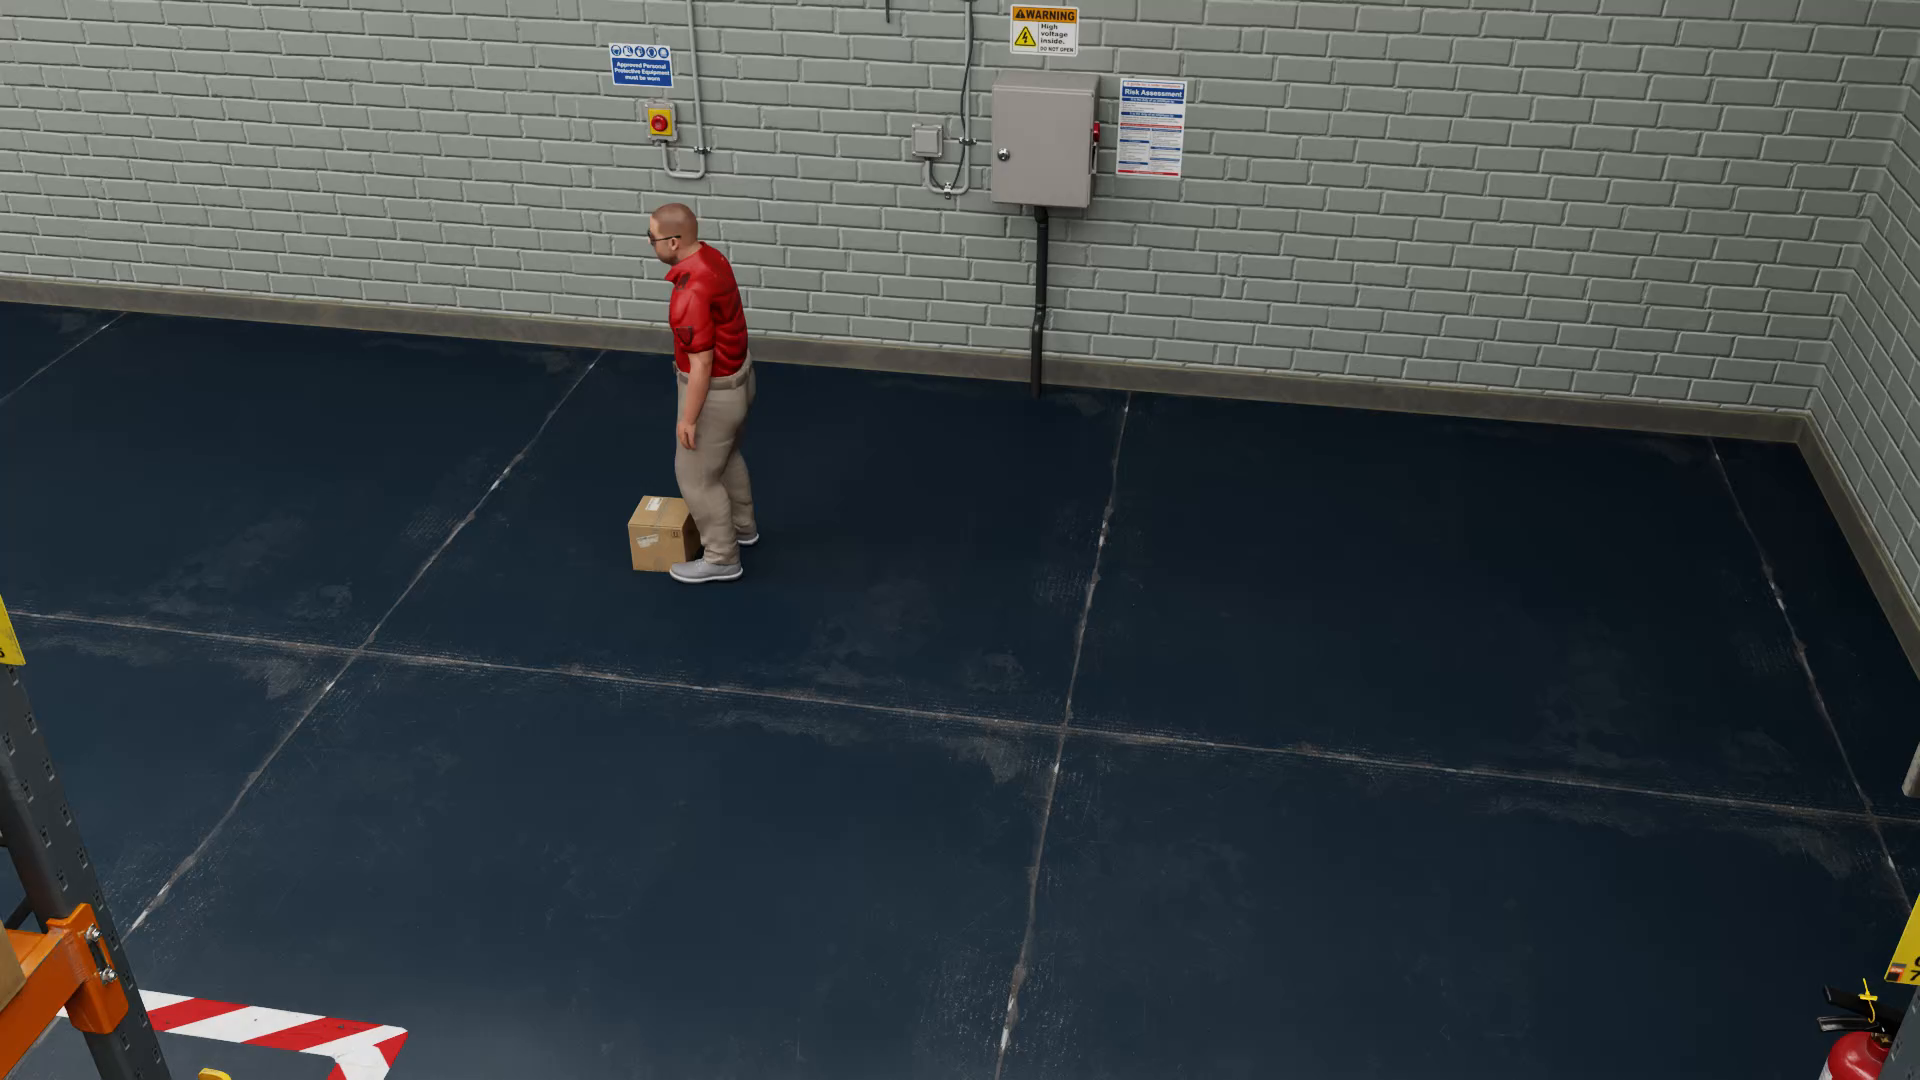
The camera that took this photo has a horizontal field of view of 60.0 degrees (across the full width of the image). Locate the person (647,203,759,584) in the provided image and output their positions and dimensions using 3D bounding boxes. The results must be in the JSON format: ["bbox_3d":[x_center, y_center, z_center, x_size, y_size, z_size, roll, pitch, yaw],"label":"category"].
[{"bbox_3d":[-1.095,-0.631,7.153,0.402,1.726,0.605,3,32,5],"label":"person"}]
